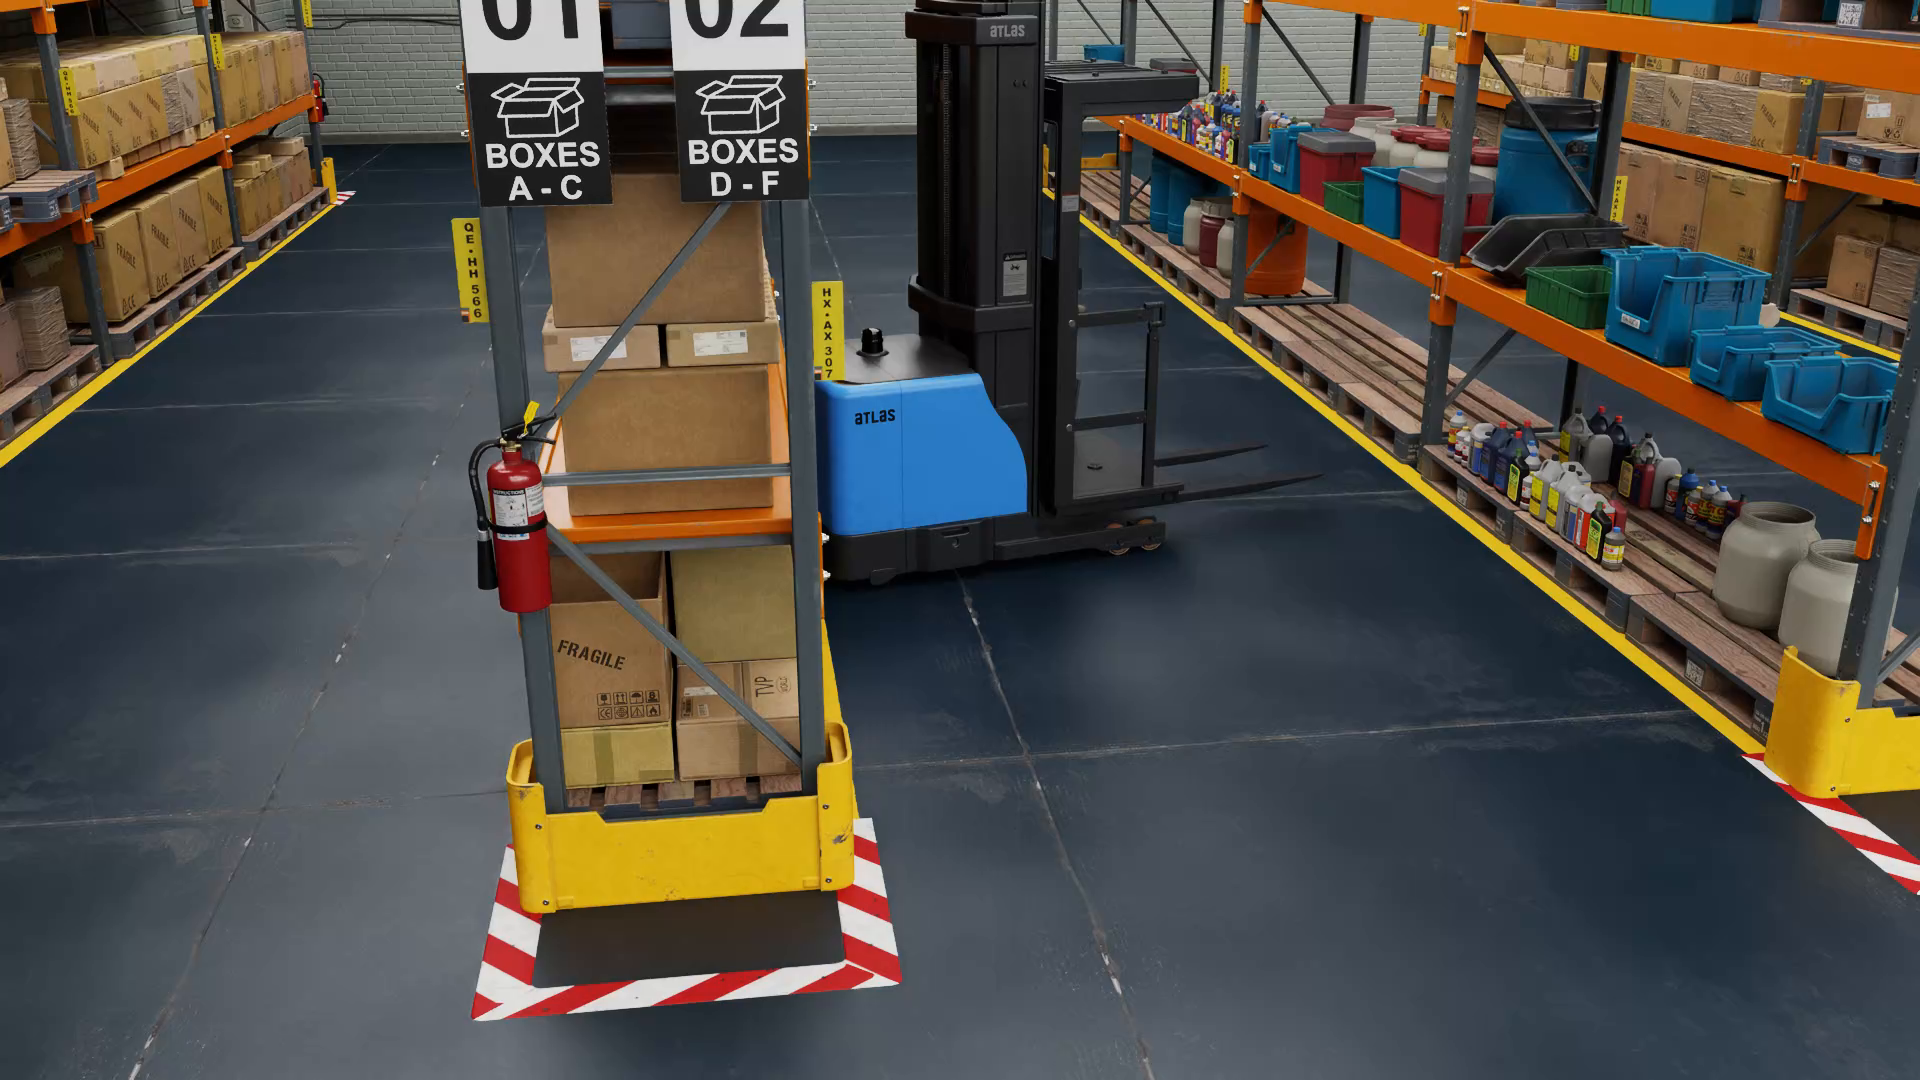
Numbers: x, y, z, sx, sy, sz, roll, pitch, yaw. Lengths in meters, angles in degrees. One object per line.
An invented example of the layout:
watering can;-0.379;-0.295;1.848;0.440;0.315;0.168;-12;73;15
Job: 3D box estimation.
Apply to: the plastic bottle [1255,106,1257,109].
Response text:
plastic bottle;2.751;-4.004;15.827;0.152;0.276;0.135;-3;21;-8

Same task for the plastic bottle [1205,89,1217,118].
plastic bottle;2.510;-4.278;16.454;0.144;0.351;0.185;-3;21;-8

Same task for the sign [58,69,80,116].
sign;-6.495;-3.262;12.121;0.100;0.325;0.005;-3;21;-8

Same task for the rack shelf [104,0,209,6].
rack shelf;-7.896;-5.871;17.390;1.077;0.370;4.000;-3;21;-8

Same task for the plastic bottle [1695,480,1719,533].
plastic bottle;3.909;-0.180;8.683;0.097;0.271;0.097;0;20;0

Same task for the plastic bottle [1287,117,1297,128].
plastic bottle;2.956;-3.626;14.803;0.061;0.283;0.133;-3;21;-8

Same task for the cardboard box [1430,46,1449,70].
cardboard box;6.323;-6.134;21.143;0.500;0.250;0.500;-3;21;-9

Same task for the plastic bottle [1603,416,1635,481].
plastic bottle;3.755;-0.531;9.508;0.144;0.351;0.185;-4;21;-10

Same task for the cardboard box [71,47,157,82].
cardboard box;-7.075;-3.978;13.912;0.500;0.250;0.500;-3;21;-9

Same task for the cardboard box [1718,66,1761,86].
cardboard box;7.493;-4.472;15.325;0.797;0.503;0.637;-2;21;-6

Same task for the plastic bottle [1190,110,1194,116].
plastic bottle;2.142;-3.798;15.266;0.061;0.283;0.133;-3;21;-8

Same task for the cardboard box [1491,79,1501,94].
cardboard box;6.508;-5.365;19.652;0.380;0.149;0.250;-3;21;-7

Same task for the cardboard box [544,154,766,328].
cardboard box;-1.038;-1.042;5.723;0.700;0.500;0.500;-3;21;-8

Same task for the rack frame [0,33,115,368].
rack frame;-7.031;-2.726;12.227;1.000;3.000;0.127;-3;21;-8

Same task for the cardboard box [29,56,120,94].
cardboard box;-6.919;-3.629;12.977;0.500;0.250;0.500;-3;21;-9

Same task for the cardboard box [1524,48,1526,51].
cardboard box;6.926;-5.984;20.740;0.500;0.250;0.500;-3;21;-9

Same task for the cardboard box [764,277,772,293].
cardboard box;-0.895;-0.882;6.221;0.380;0.149;0.250;-3;21;-8

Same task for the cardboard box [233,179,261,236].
cardboard box;-7.614;-3.401;17.006;0.700;0.500;0.500;-3;21;-7

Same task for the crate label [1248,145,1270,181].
crate label;2.463;-2.982;13.153;0.303;0.233;0.416;-3;21;-8

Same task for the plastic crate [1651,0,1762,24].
plastic crate;3.353;-2.498;7.354;0.392;0.384;0.575;-3;21;-8

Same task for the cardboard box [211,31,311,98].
cardboard box;-8.101;-5.460;19.119;0.980;0.700;0.700;-2;21;-5

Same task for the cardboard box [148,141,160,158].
cardboard box;-7.112;-3.365;14.269;0.380;0.149;0.250;-2;21;-6

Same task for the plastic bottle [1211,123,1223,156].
plastic bottle;2.232;-3.472;14.409;0.097;0.271;0.097;0;20;0

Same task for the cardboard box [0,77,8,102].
cardboard box;-6.951;-3.165;11.703;0.380;0.149;0.250;-6;21;-15

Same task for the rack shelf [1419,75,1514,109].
rack shelf;6.809;-5.216;19.922;1.077;0.370;4.000;-3;21;-8

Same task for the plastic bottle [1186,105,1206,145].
plastic bottle;2.146;-3.774;15.104;0.144;0.351;0.185;-3;21;-8

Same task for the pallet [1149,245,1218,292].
pallet;2.445;-2.612;15.907;1.003;0.211;1.213;-3;21;-8

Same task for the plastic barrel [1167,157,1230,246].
plastic barrel;2.360;-3.390;16.404;0.600;0.901;0.708;-3;21;-8

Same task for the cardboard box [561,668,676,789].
cardboard box;-1.346;0.713;6.348;0.500;0.250;0.500;-3;21;-8

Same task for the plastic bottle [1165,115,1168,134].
plastic bottle;2.009;-3.976;15.858;0.097;0.201;0.097;0;20;0

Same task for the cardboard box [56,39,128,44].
cardboard box;-7.717;-4.304;14.785;0.500;0.250;0.500;-3;21;-7

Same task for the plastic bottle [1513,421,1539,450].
plastic bottle;3.198;-0.513;9.459;0.144;0.351;0.185;-3;21;-8

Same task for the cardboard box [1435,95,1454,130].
cardboard box;6.692;-5.229;21.366;0.875;0.875;0.875;-3;21;-8

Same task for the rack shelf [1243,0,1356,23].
rack shelf;2.485;-4.986;15.020;1.077;0.370;4.000;-3;21;-8

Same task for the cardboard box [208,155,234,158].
cardboard box;-7.941;-4.005;17.698;0.380;0.149;0.250;-3;21;-7

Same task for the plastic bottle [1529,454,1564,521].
plastic bottle;3.144;-0.293;8.870;0.144;0.351;0.185;-3;21;-8

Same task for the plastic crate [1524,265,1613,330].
plastic crate;3.266;-1.257;8.598;0.450;0.188;0.662;-3;21;-8

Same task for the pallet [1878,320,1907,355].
pallet;7.958;-1.477;12.869;1.003;0.211;1.213;-3;21;-8

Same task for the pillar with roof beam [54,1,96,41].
pillar with roof beam;-4.304;-7.337;15.999;9.100;9.000;0.400;-3;21;-8

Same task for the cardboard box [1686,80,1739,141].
cardboard box;7.214;-4.033;15.584;0.500;0.500;0.500;-4;21;-10

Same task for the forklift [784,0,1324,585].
forklift;0.579;-1.455;8.923;3.031;2.935;1.130;-8;22;-21

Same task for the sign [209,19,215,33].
sign;-8.734;-5.912;19.409;0.100;0.325;0.005;-3;21;-8

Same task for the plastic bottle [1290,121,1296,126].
plastic bottle;2.914;-3.530;14.564;0.097;0.271;0.097;0;20;0

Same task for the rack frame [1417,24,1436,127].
rack frame;6.521;-6.245;21.650;1.000;3.000;0.127;-3;21;-8

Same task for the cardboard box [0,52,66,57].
cardboard box;-7.495;-3.774;13.365;0.500;0.250;0.500;-3;21;-9

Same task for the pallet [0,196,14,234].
pallet;-6.705;-1.953;10.431;1.003;0.211;1.213;-3;21;-8

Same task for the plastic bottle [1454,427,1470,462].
plastic bottle;2.976;-0.568;9.821;0.097;0.201;0.097;0;20;0

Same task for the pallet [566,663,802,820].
pallet;-1.128;0.836;6.675;1.003;0.211;1.213;-3;21;-8

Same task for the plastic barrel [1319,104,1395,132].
plastic barrel;3.140;-3.144;13.152;0.600;0.536;0.708;-3;21;-8

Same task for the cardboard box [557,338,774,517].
cardboard box;-1.031;-0.416;5.901;0.700;0.500;0.500;-3;21;-8

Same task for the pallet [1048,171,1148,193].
pallet;1.700;-4.402;20.699;1.003;0.211;1.213;-3;21;-8

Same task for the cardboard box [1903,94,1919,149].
cardboard box;7.971;-3.346;13.144;0.700;0.500;0.500;0;20;0

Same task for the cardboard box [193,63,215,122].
cardboard box;-7.291;-4.159;15.468;0.500;0.500;0.500;-3;21;-9

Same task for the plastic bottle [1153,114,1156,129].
plastic bottle;1.942;-4.136;16.287;0.097;0.201;0.097;0;20;0
